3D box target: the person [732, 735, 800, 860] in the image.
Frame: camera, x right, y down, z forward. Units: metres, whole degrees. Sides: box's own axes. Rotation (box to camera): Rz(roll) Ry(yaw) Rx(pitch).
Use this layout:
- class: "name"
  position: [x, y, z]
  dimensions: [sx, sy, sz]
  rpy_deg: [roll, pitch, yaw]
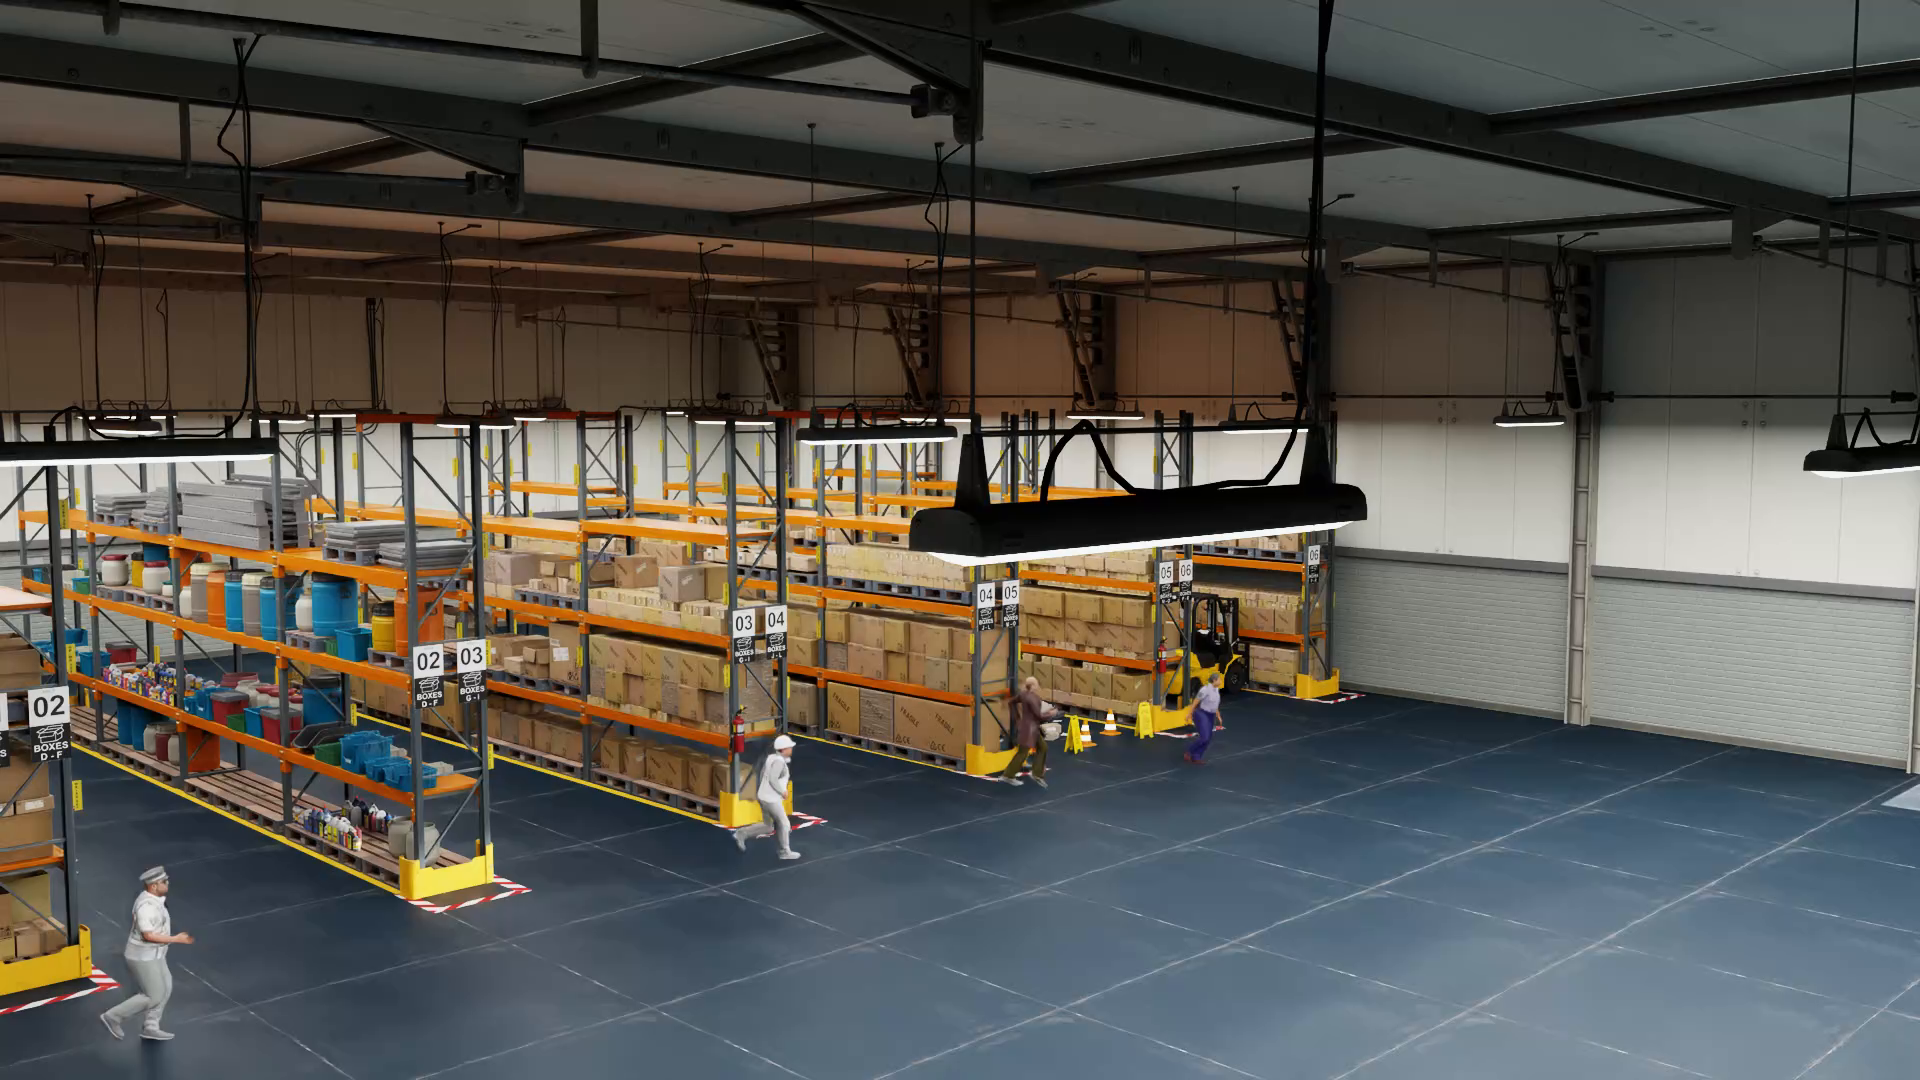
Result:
- class: "person"
  position: [-2.625, 3.513, 22.524]
  dimensions: [0.928, 1.726, 0.662]
  rpy_deg: [-1, 5, -9]

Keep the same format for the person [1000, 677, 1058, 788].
- class: "person"
  position: [1.112, 3.120, 26.788]
  dimensions: [0.932, 1.847, 0.645]
  rpy_deg: [0, 5, -3]

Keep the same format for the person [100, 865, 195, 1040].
- class: "person"
  position: [-7.947, 4.072, 16.277]
  dimensions: [0.865, 1.758, 0.645]
  rpy_deg: [-2, 5, -21]

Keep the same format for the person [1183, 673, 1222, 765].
- class: "person"
  position: [4.162, 3.064, 28.542]
  dimensions: [0.551, 1.601, 0.668]
  rpy_deg: [4, 6, 35]
